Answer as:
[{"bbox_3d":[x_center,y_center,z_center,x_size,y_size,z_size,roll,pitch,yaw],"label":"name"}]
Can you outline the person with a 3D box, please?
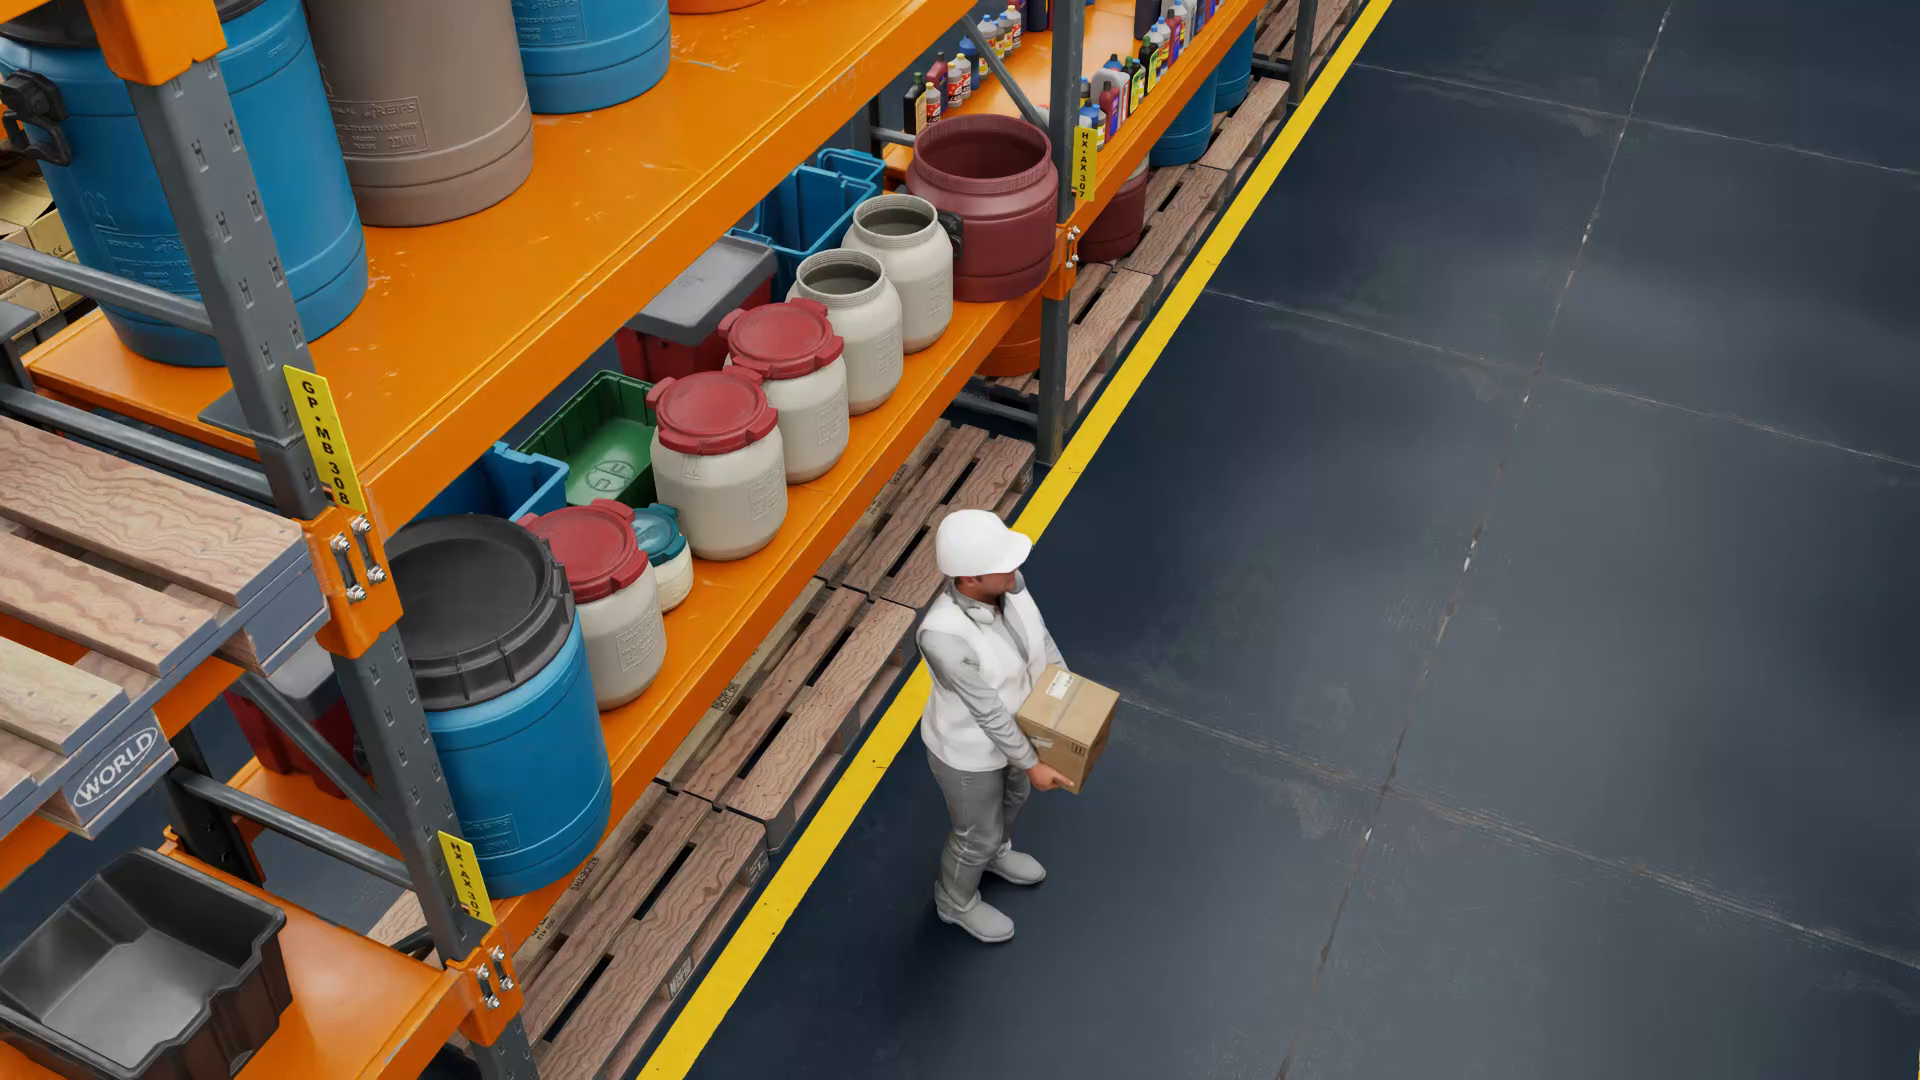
[{"bbox_3d":[0.172,0.633,5.435,0.554,1.767,0.494,18,45,19],"label":"person"}]
